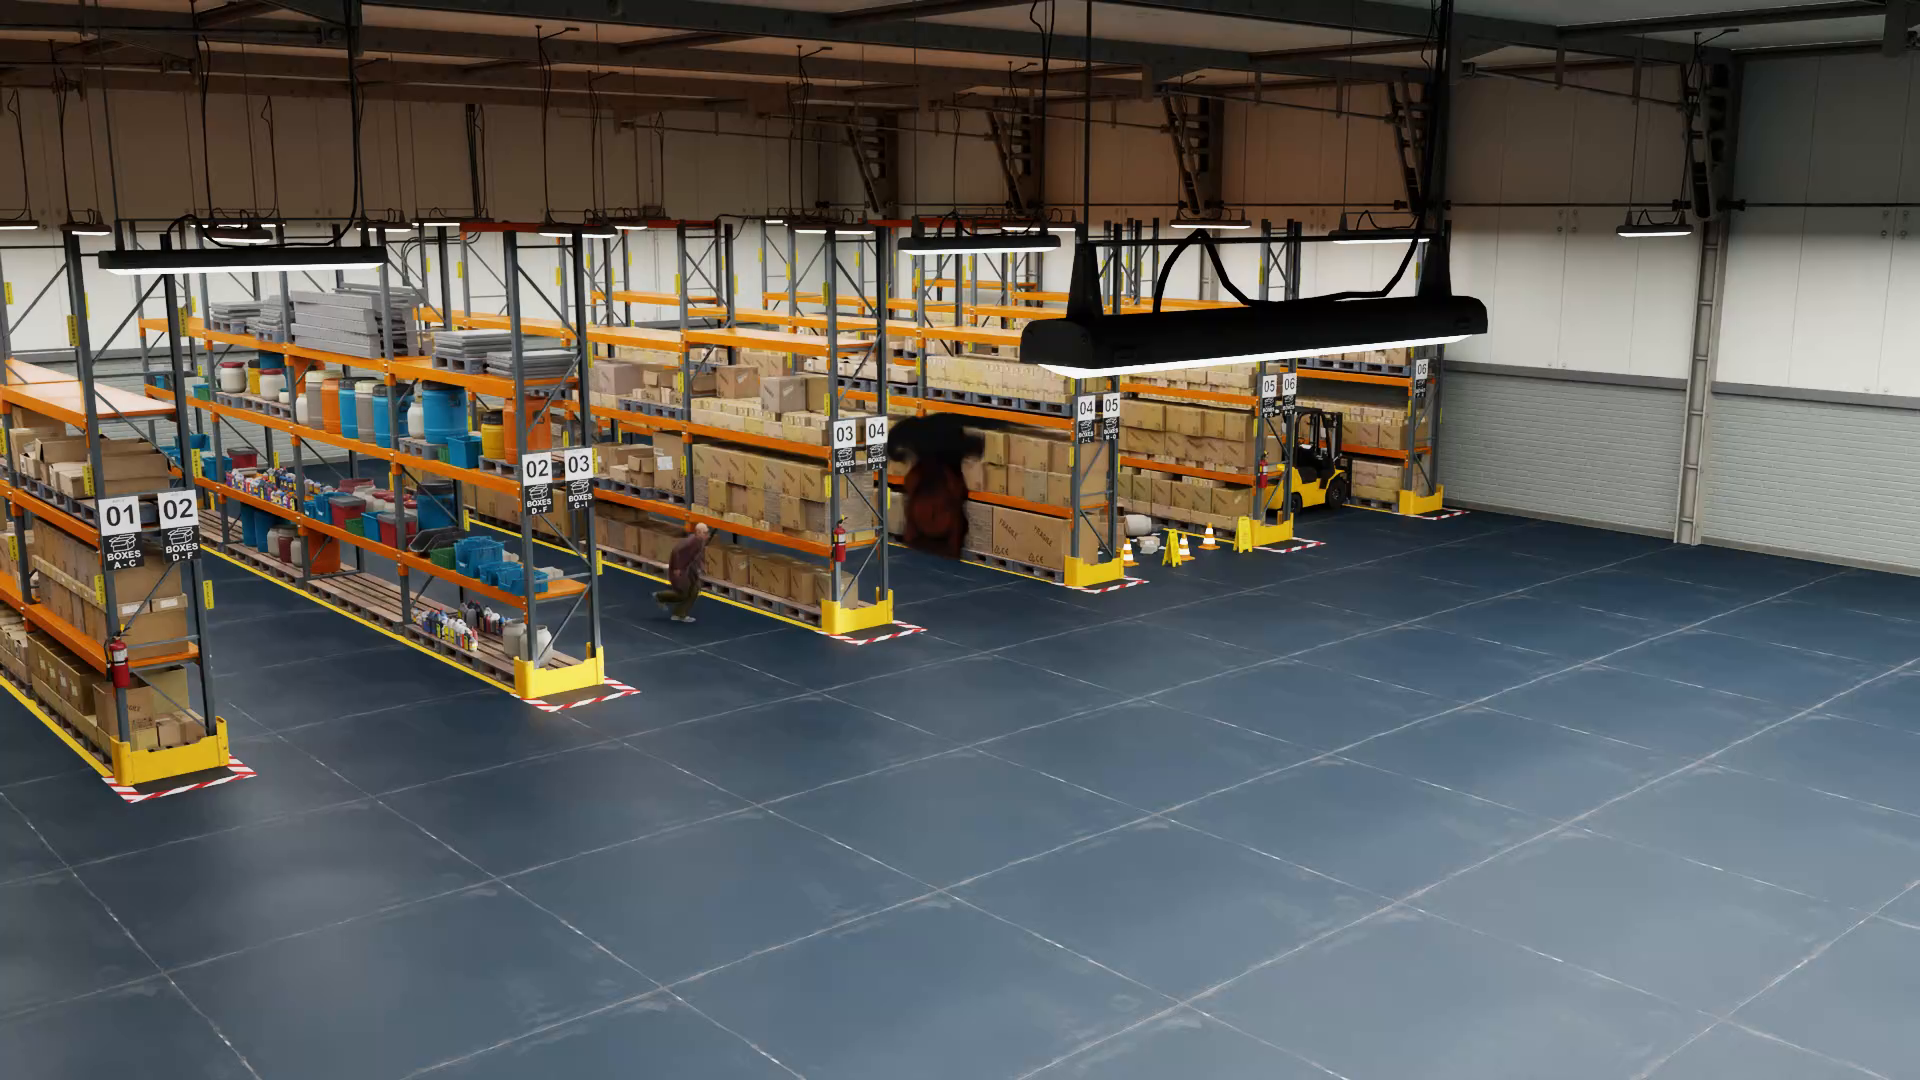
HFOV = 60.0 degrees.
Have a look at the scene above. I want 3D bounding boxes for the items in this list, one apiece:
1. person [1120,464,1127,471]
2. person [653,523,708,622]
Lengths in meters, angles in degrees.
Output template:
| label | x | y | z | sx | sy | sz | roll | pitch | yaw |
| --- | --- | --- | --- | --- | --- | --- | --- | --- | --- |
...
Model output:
| label | x | y | z | sx | sy | sz | roll | pitch | yaw |
| --- | --- | --- | --- | --- | --- | --- | --- | --- | --- |
| person | 3.885 | -1.919 | 37.224 | 0.955 | 1.654 | 0.573 | 10 | 15 | 39 |
| person | -4.292 | 0.498 | 25.469 | 0.971 | 1.580 | 0.729 | 4 | 12 | 18 |
